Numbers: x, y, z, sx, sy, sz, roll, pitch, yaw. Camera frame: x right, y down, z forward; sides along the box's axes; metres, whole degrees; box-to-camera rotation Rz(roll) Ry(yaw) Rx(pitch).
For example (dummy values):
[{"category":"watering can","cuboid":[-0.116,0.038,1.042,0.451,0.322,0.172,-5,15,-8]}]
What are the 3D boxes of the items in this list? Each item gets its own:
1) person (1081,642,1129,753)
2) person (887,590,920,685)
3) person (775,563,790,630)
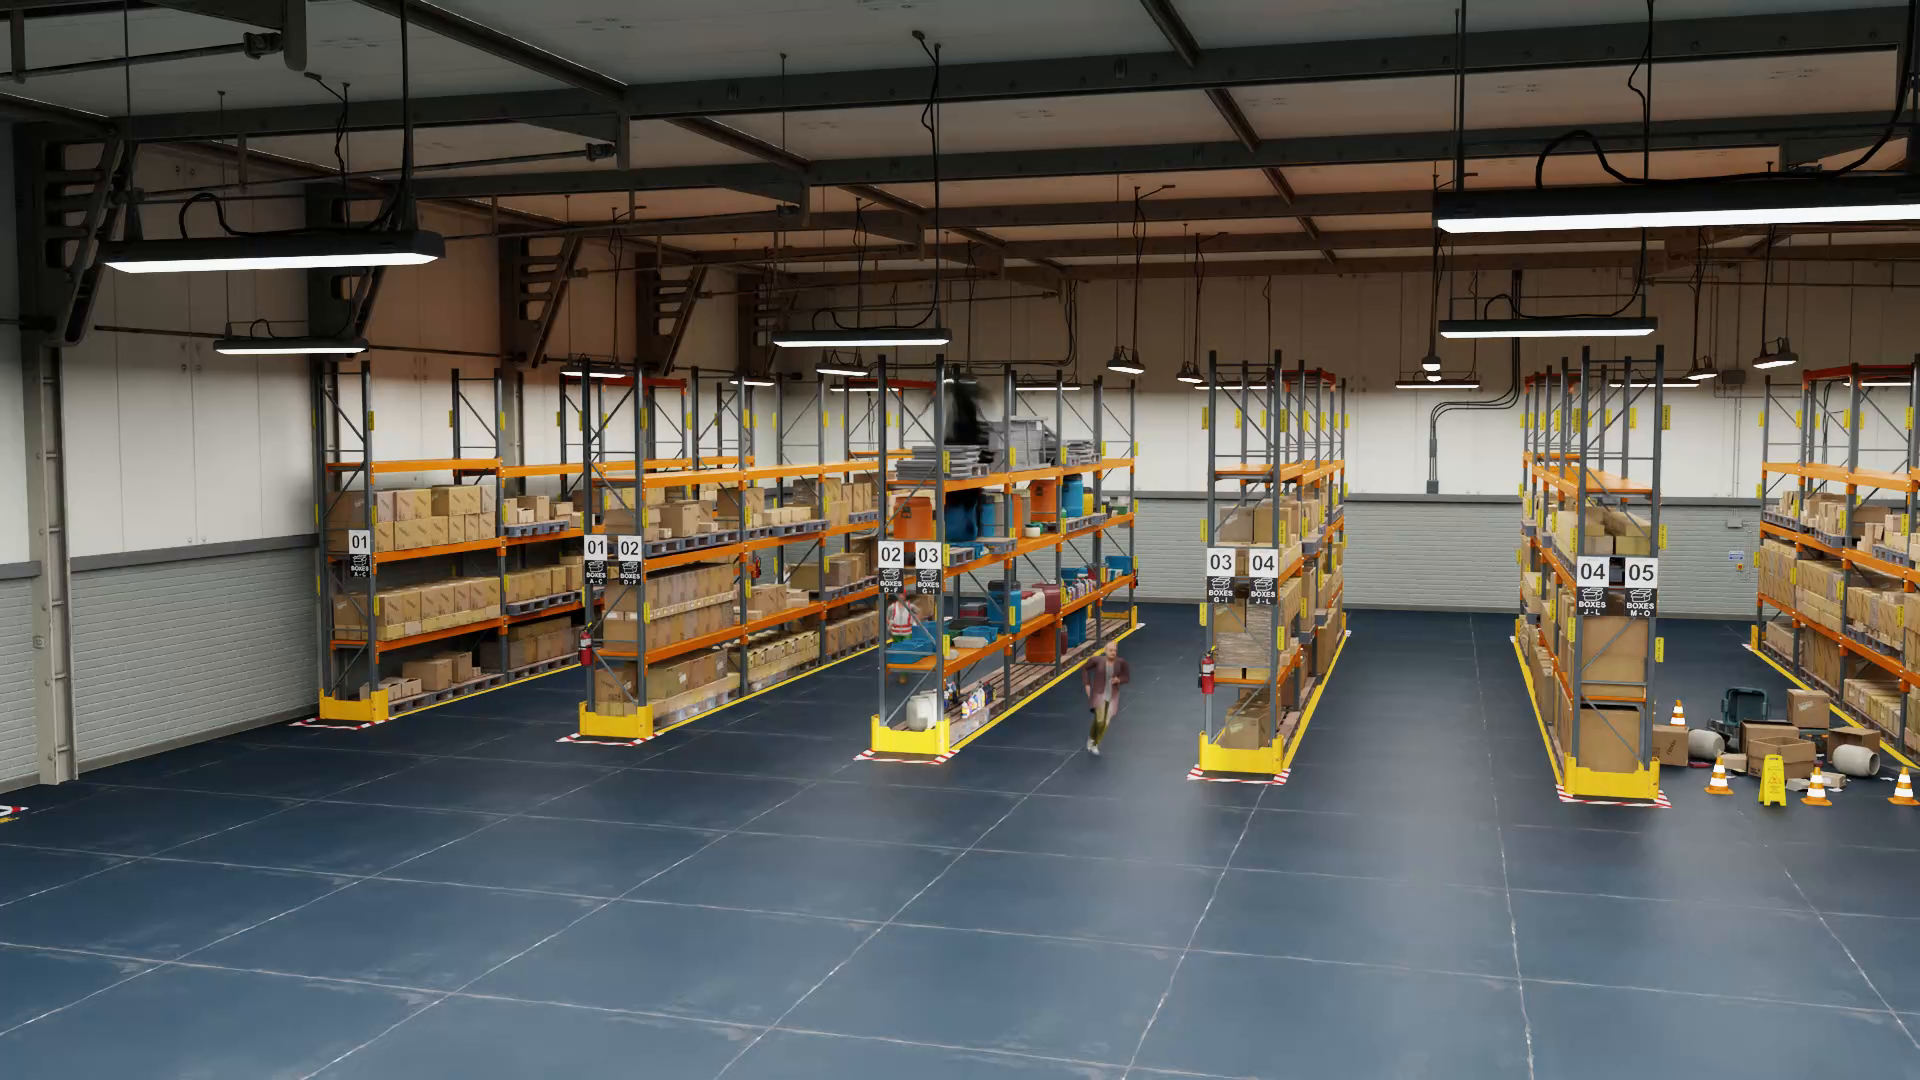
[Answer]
[{"category":"person","cuboid":[2.186,2.360,24.906,0.667,1.700,0.732,-1,4,-12]},{"category":"person","cuboid":[-1.121,1.812,31.711,0.657,1.776,0.933,0,4,4]},{"category":"person","cuboid":[-4.112,1.365,39.341,0.625,1.649,0.723,1,4,11]}]
